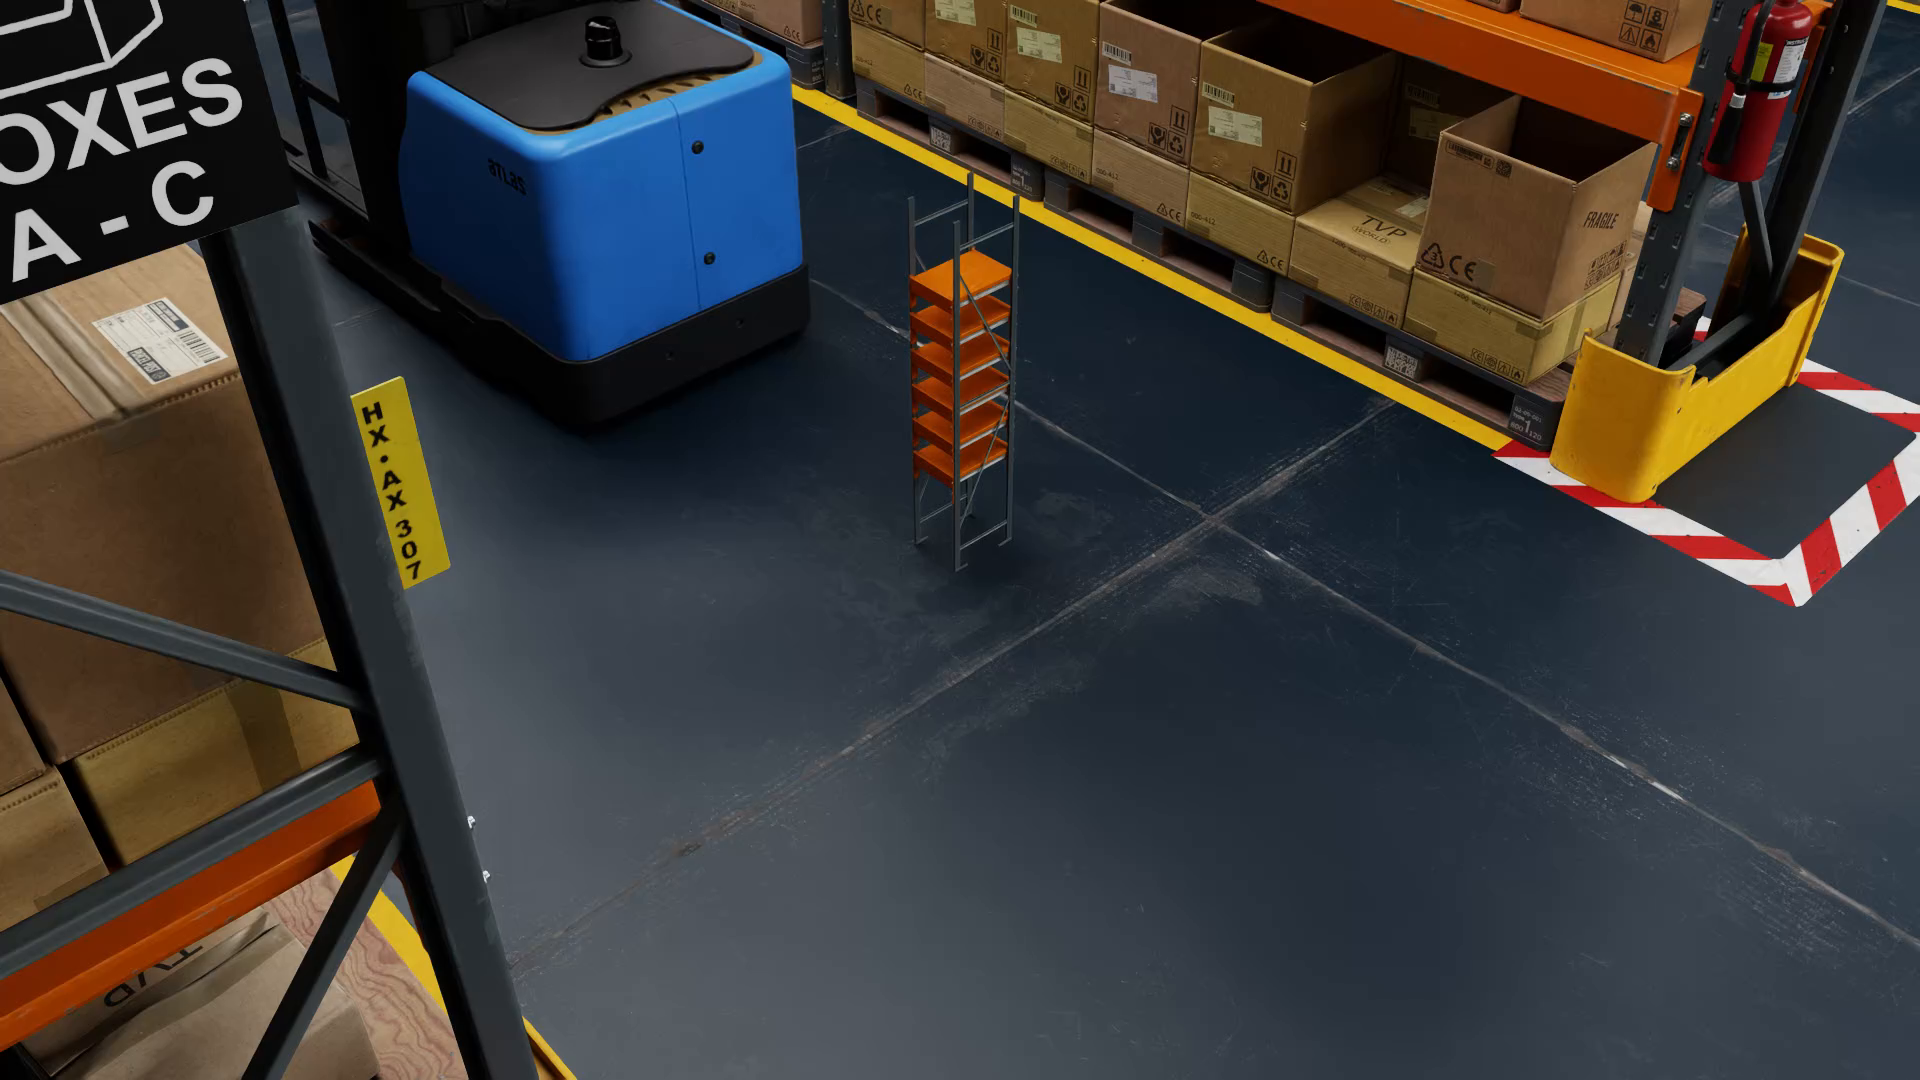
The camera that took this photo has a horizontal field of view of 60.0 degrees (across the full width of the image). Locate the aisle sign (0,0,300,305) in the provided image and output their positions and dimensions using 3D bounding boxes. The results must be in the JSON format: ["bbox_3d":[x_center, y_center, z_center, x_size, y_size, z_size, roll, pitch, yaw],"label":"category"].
[{"bbox_3d":[-0.898,-0.606,1.543,0.394,0.787,0.004,-30,48,-32],"label":"aisle sign"}]

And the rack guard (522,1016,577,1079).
[{"bbox_3d":[-1.219,1.437,3.073,1.175,0.500,0.348,-30,48,-32],"label":"rack guard"}]

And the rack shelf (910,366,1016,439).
[{"bbox_3d":[0.010,-0.426,4.893,0.258,0.103,0.180,-30,48,-32],"label":"rack shelf"}]

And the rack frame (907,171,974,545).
[{"bbox_3d":[-0.052,-0.502,4.917,0.240,1.200,0.006,-30,48,-32],"label":"rack frame"}]

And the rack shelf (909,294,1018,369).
[{"bbox_3d":[0.010,-0.612,4.742,0.258,0.103,0.180,-30,48,-32],"label":"rack shelf"}]

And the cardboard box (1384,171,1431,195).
[{"bbox_3d":[1.939,-1.273,6.293,0.500,0.250,0.500,-30,48,-32],"label":"cardboard box"}]

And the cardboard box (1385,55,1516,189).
[{"bbox_3d":[1.940,-1.566,6.058,0.500,0.500,0.500,-30,48,-32],"label":"cardboard box"}]

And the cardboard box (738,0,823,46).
[{"bbox_3d":[-0.721,-2.620,7.961,0.500,0.250,0.500,-30,48,-32],"label":"cardboard box"}]

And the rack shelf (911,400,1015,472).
[{"bbox_3d":[0.010,-0.332,4.968,0.258,0.103,0.180,-30,48,-32],"label":"rack shelf"}]

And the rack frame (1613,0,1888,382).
[{"bbox_3d":[2.479,-1.607,4.852,1.000,3.000,0.127,-30,48,-32],"label":"rack frame"}]

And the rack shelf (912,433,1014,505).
[{"bbox_3d":[0.010,-0.239,5.043,0.258,0.103,0.180,-30,48,-32],"label":"rack shelf"}]

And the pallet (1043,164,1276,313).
[{"bbox_3d":[1.110,-1.423,6.843,1.003,0.211,1.213,-30,48,-32],"label":"pallet"}]

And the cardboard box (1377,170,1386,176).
[{"bbox_3d":[1.601,-1.505,6.580,0.500,0.250,0.500,-30,48,-32],"label":"cardboard box"}]

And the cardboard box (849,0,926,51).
[{"bbox_3d":[-0.144,-2.496,7.210,0.500,0.500,0.500,-30,48,-32],"label":"cardboard box"}]

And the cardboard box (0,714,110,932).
[{"bbox_3d":[-1.626,0.417,2.450,0.500,0.250,0.500,-29,47,-31],"label":"cardboard box"}]

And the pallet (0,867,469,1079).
[{"bbox_3d":[-1.742,1.159,3.647,1.003,0.211,1.213,-30,48,-32],"label":"pallet"}]

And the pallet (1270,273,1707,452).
[{"bbox_3d":[1.931,-0.858,6.144,1.003,0.211,1.213,-30,48,-32],"label":"pallet"}]

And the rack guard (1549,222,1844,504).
[{"bbox_3d":[2.495,-0.623,5.624,1.175,0.500,0.348,-30,48,-32],"label":"rack guard"}]

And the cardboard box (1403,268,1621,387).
[{"bbox_3d":[1.898,-0.823,5.736,0.500,0.250,0.500,-30,48,-32],"label":"cardboard box"}]

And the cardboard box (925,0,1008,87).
[{"bbox_3d":[0.200,-2.268,6.928,0.500,0.500,0.500,-30,48,-32],"label":"cardboard box"}]

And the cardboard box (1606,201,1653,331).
[{"bbox_3d":[2.280,-1.043,6.009,0.500,0.250,0.500,-30,48,-32],"label":"cardboard box"}]

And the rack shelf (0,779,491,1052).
[{"bbox_3d":[-2.520,-0.146,3.616,1.077,0.370,4.000,-30,48,-32],"label":"rack shelf"}]

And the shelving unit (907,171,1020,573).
[{"bbox_3d":[0.010,-0.460,4.865,0.258,1.200,0.189,-30,48,-32],"label":"shelving unit"}]

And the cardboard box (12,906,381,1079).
[{"bbox_3d":[-1.569,1.016,3.394,0.500,0.311,0.500,29,47,31],"label":"cardboard box"}]

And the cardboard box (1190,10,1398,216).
[{"bbox_3d":[1.210,-1.571,6.065,0.500,0.500,0.500,-30,48,-32],"label":"cardboard box"}]

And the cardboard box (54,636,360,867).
[{"bbox_3d":[-1.264,0.190,2.731,0.500,0.250,0.500,-31,48,-33],"label":"cardboard box"}]

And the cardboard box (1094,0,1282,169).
[{"bbox_3d":[0.873,-1.802,6.352,0.500,0.500,0.500,-30,48,-32],"label":"cardboard box"}]

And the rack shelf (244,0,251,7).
[{"bbox_3d":[-2.520,-1.313,2.673,1.077,0.370,4.000,-30,48,-32],"label":"rack shelf"}]

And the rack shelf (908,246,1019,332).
[{"bbox_3d":[0.010,-0.706,4.666,0.258,0.103,0.180,-30,48,-32],"label":"rack shelf"}]

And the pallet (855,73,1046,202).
[{"bbox_3d":[0.280,-1.987,7.543,1.003,0.211,1.213,-30,48,-32],"label":"pallet"}]

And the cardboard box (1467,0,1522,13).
[{"bbox_3d":[1.814,-2.108,5.393,0.700,0.500,0.500,-29,47,-31],"label":"cardboard box"}]

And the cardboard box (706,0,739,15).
[{"bbox_3d":[-1.061,-2.855,8.252,0.500,0.250,0.500,-31,48,-32],"label":"cardboard box"}]

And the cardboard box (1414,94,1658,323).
[{"bbox_3d":[1.897,-1.114,5.499,0.500,0.500,0.500,-30,48,-32],"label":"cardboard box"}]

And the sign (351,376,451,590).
[{"bbox_3d":[-0.768,-0.067,2.257,0.100,0.325,0.005,-30,48,-32],"label":"sign"}]

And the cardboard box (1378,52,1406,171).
[{"bbox_3d":[1.593,-1.791,6.338,0.500,0.500,0.500,-30,48,-32],"label":"cardboard box"}]

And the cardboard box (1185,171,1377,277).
[{"bbox_3d":[1.212,-1.280,6.302,0.500,0.250,0.500,-30,48,-32],"label":"cardboard box"}]

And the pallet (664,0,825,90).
[{"bbox_3d":[-0.754,-2.698,8.422,1.003,0.211,1.213,-30,48,-32],"label":"pallet"}]

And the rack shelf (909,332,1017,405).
[{"bbox_3d":[0.010,-0.519,4.817,0.258,0.103,0.180,-30,48,-32],"label":"rack shelf"}]

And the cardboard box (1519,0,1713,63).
[{"bbox_3d":[2.172,-1.867,5.095,0.700,0.500,0.500,-30,48,-32],"label":"cardboard box"}]

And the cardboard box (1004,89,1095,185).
[{"bbox_3d":[0.533,-1.741,6.873,0.500,0.250,0.500,-30,48,-32],"label":"cardboard box"}]

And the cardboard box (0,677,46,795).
[{"bbox_3d":[-1.643,0.131,2.207,0.500,0.500,0.500,-31,48,-32],"label":"cardboard box"}]

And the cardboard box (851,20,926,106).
[{"bbox_3d":[-0.136,-2.208,7.451,0.500,0.250,0.500,-30,48,-32],"label":"cardboard box"}]

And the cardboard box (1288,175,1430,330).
[{"bbox_3d":[1.551,-1.049,6.016,0.500,0.250,0.500,-30,48,-32],"label":"cardboard box"}]

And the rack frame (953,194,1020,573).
[{"bbox_3d":[0.072,-0.418,4.812,0.240,1.200,0.006,-30,48,-32],"label":"rack frame"}]

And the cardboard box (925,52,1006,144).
[{"bbox_3d":[0.198,-1.975,7.162,0.500,0.250,0.500,-30,48,-32],"label":"cardboard box"}]

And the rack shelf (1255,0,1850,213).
[{"bbox_3d":[1.126,-2.253,6.224,1.077,0.370,4.000,-30,48,-32],"label":"rack shelf"}]

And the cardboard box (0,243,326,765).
[{"bbox_3d":[-1.269,-0.090,2.481,0.500,0.500,0.500,-30,48,-32],"label":"cardboard box"}]

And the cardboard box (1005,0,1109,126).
[{"bbox_3d":[0.533,-2.033,6.637,0.500,0.500,0.500,-30,48,-32],"label":"cardboard box"}]

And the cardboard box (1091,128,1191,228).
[{"bbox_3d":[0.875,-1.512,6.589,0.500,0.250,0.500,-30,48,-32],"label":"cardboard box"}]

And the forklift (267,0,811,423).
[{"bbox_3d":[-1.930,-2.367,5.848,1.130,2.935,3.031,-31,48,-32],"label":"forklift"}]

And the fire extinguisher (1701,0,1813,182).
[{"bbox_3d":[2.217,-1.325,4.564,0.296,0.674,0.183,-30,48,-32],"label":"fire extinguisher"}]

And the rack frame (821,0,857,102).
[{"bbox_3d":[-0.227,-3.458,7.144,1.000,3.000,0.127,-30,48,-32],"label":"rack frame"}]
